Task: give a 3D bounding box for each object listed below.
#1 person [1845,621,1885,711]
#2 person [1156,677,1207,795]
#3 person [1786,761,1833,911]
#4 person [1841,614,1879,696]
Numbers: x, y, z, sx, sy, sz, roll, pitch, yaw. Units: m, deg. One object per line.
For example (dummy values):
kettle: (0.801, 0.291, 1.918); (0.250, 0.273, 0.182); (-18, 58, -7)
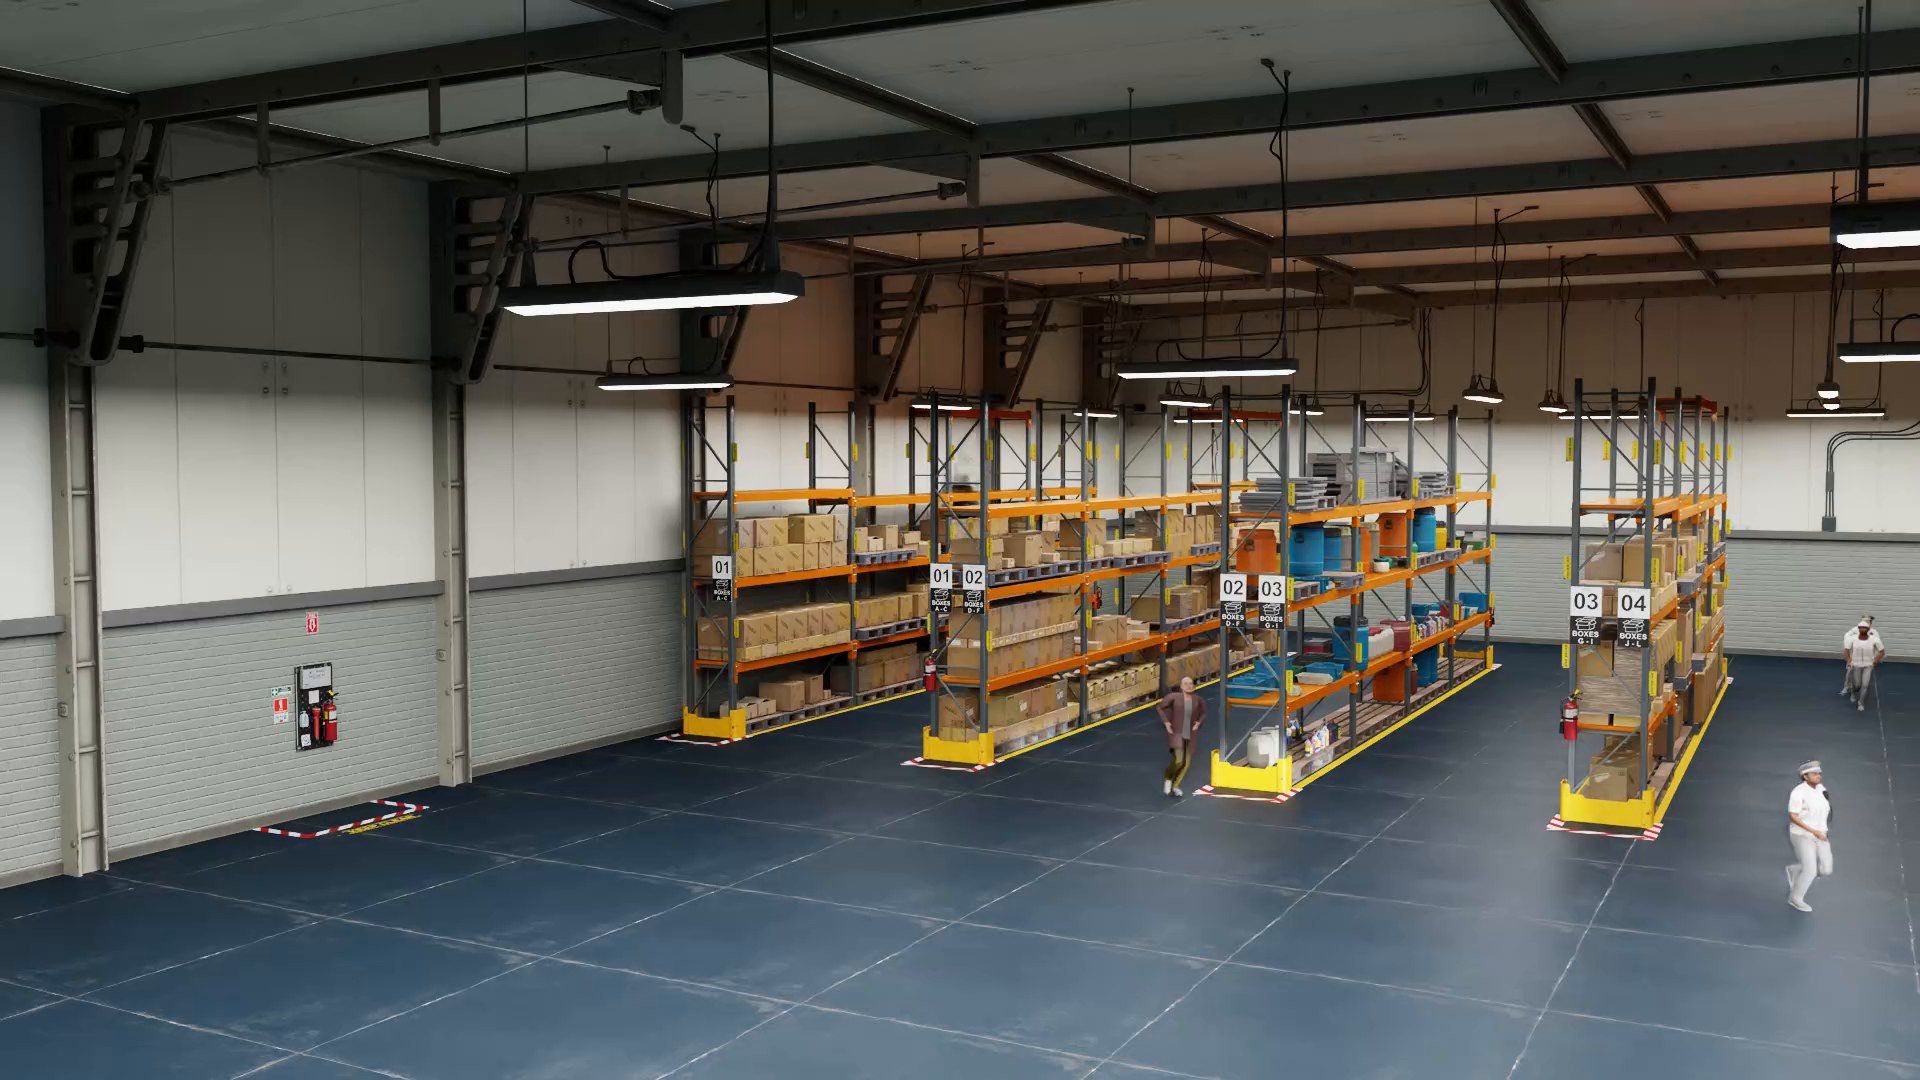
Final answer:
person: (17.596, 2.443, 32.355); (0.694, 1.738, 0.637); (2, 4, 32)
person: (3.260, 2.856, 24.196); (0.735, 1.729, 0.566); (-1, 3, -11)
person: (9.314, 3.223, 18.204); (0.597, 1.664, 0.605); (-1, 3, -22)
person: (18.670, 2.362, 34.442); (0.694, 1.679, 0.797); (2, 3, 30)
